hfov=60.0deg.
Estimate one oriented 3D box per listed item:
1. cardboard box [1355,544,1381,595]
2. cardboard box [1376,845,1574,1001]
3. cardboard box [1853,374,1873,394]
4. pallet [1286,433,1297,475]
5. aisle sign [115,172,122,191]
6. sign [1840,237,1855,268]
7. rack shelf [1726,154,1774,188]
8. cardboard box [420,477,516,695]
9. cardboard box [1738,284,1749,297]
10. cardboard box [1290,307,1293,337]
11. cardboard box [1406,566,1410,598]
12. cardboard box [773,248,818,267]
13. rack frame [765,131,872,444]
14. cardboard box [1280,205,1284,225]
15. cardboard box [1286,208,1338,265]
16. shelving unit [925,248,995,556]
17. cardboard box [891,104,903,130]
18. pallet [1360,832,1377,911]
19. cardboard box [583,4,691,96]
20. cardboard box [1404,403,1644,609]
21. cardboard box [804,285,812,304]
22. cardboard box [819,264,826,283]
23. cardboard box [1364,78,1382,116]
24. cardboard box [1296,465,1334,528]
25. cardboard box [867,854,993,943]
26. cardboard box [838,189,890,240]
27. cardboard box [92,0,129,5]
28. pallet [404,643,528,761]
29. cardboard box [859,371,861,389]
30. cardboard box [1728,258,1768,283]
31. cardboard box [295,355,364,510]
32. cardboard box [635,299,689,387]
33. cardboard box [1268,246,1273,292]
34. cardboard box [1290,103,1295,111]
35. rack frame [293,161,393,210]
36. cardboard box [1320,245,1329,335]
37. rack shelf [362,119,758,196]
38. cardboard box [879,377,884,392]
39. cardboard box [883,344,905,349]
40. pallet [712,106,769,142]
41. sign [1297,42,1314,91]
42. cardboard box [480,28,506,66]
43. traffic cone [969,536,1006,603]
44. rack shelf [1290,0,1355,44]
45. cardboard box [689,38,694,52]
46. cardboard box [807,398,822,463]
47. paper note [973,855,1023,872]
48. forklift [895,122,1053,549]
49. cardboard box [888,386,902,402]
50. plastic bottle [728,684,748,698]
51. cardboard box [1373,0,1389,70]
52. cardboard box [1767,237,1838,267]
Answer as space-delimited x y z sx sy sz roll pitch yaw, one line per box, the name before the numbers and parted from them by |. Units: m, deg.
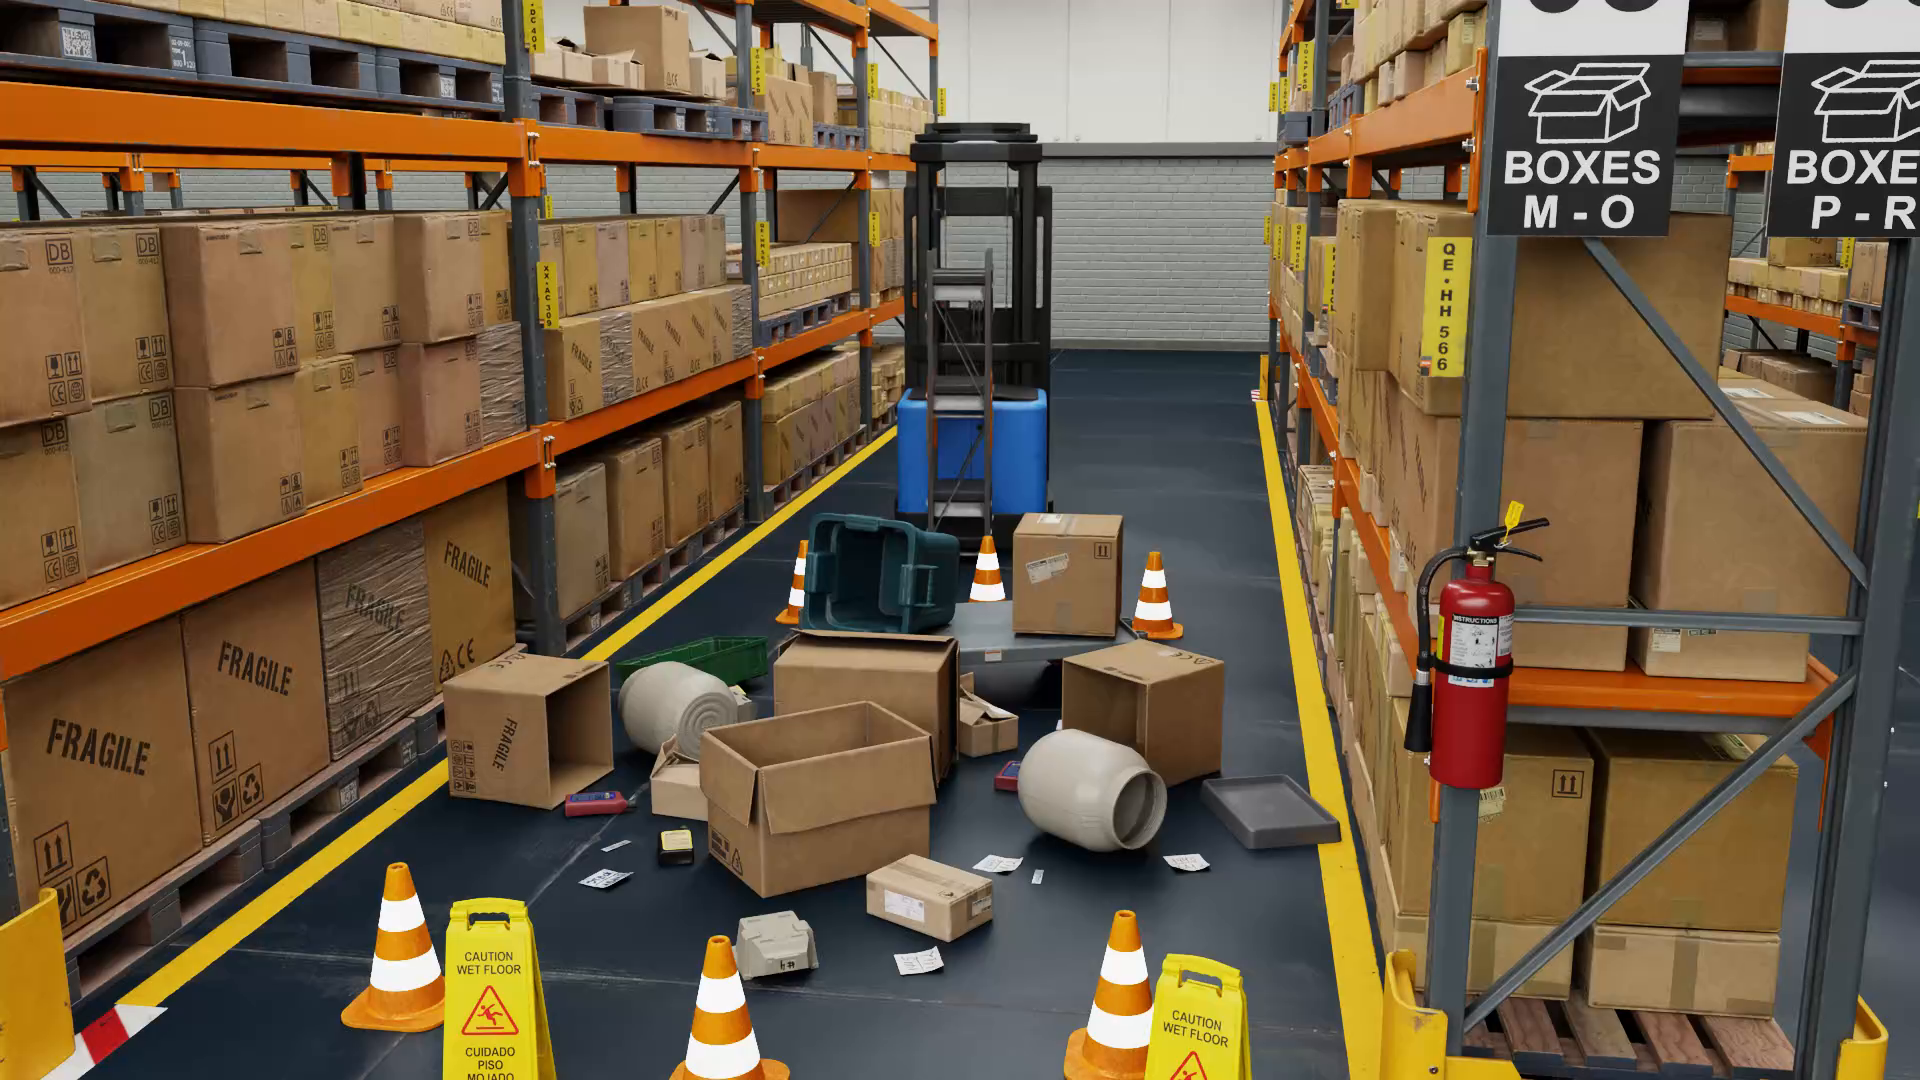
cardboard box | 1.751 0.120 6.526 0.380 0.149 0.250 3 12 12
cardboard box | 1.550 1.153 5.053 0.500 0.250 0.500 2 12 8
cardboard box | 8.121 -1.376 14.656 0.380 0.149 0.250 2 12 11
pallet | 3.489 -0.776 15.091 1.003 0.211 1.213 2 12 9
aisle sign | -10.820 -4.911 21.493 0.394 0.787 0.004 2 12 9
sign | 7.901 -2.581 14.794 0.100 0.325 0.005 2 12 9
rack shelf | 8.746 -3.673 16.503 1.077 0.370 4.000 2 12 9
cardboard box | -2.769 0.186 8.056 0.875 0.875 0.875 2 12 10
cardboard box | 8.739 -2.738 18.173 0.380 0.149 0.250 2 12 10
cardboard box | 2.896 -1.721 13.213 0.500 0.250 0.500 2 12 8
cardboard box | 1.524 0.125 4.889 0.380 0.149 0.250 2 12 8
cardboard box | -1.443 -2.453 14.444 0.380 0.149 0.250 1 12 6
rack frame | -1.373 -2.441 16.201 1.000 3.000 0.127 2 12 9
cardboard box | 3.419 -3.052 16.424 0.500 0.500 0.500 2 12 8
cardboard box | 3.131 -2.650 14.561 0.500 0.500 0.500 2 12 8
shelving unit | 0.004 -0.845 10.931 0.431 2.100 0.503 1 12 2
cardboard box | -0.890 -4.379 17.241 0.500 0.250 0.500 2 12 10
pallet | 2.049 1.122 6.285 1.003 0.211 1.213 2 12 9
cardboard box | -1.979 -3.007 10.234 0.500 0.500 0.500 2 12 9
cardboard box | 1.499 -0.120 4.487 0.500 0.500 0.500 2 12 8
cardboard box | -1.477 -2.108 14.253 0.380 0.149 0.250 1 12 7
cardboard box | -1.399 -2.362 14.728 0.380 0.149 0.250 1 12 6
cardboard box | 1.915 -1.870 7.029 0.380 0.149 0.250 2 12 9
cardboard box | 2.821 -0.273 11.379 0.950 0.372 0.625 1 12 5
cardboard box | -0.107 1.252 5.832 0.380 0.149 0.250 10 15 38
cardboard box | -0.998 -3.319 16.956 0.500 0.500 0.500 2 12 7
cardboard box | -2.772 -1.707 5.036 0.380 0.149 0.250 2 12 9
pallet | -2.798 0.743 8.044 1.003 0.211 1.213 2 12 9
cardboard box | -1.116 -1.609 16.696 0.380 0.149 0.250 2 12 11
cardboard box | 8.718 -2.961 18.262 0.500 0.250 0.500 2 12 9
cardboard box | -2.893 -0.435 6.534 0.875 0.550 0.500 2 12 9
cardboard box | -2.022 -1.240 10.391 0.500 0.500 0.500 2 12 10
cardboard box | 3.791 -3.093 18.987 0.500 0.500 0.500 2 12 8
cardboard box | 2.993 -3.607 14.049 0.380 0.166 0.250 1 12 5
rack frame | -6.259 -2.623 17.044 1.000 3.000 0.127 2 12 9
cardboard box | 2.388 -1.459 9.704 0.500 0.500 0.500 1 12 7
rack shelf | -2.296 -2.307 10.165 1.077 0.370 4.000 2 12 9
cardboard box | -1.005 -1.627 17.486 0.380 0.149 0.250 1 12 6
cardboard box | -0.684 -2.207 19.474 0.380 0.149 0.250 2 12 10
pallet | -2.035 -2.847 11.411 1.213 0.211 1.003 2 12 11
sign | 2.371 -3.247 11.403 0.100 0.325 0.005 2 12 9
cardboard box | -2.344 -2.287 7.729 0.380 0.149 0.250 2 12 8
traffic cone | 0.167 0.207 9.933 0.336 0.463 0.334 2 12 9
rack shelf | 3.226 -4.271 13.108 1.077 0.370 4.000 2 12 9
cardboard box | -2.183 -3.591 12.360 0.396 0.266 0.258 2 12 9
cardboard box | -1.479 -0.943 14.184 0.500 0.500 0.500 2 12 7
paper note | 0.145 1.220 6.287 0.148 0.019 0.142 7 14 28
forklift | 0.143 -1.626 12.579 1.130 2.935 3.031 1 12 2
cardboard box | -0.840 -1.590 18.020 0.380 0.149 0.250 2 12 7
plastic bottle | -1.155 0.767 8.289 0.133 0.061 0.283 -5 13 -21
cardboard box | 1.805 -1.881 6.130 0.500 0.250 0.500 2 12 9
cardboard box | 8.487 -3.015 16.734 0.500 0.500 0.500 2 12 10
